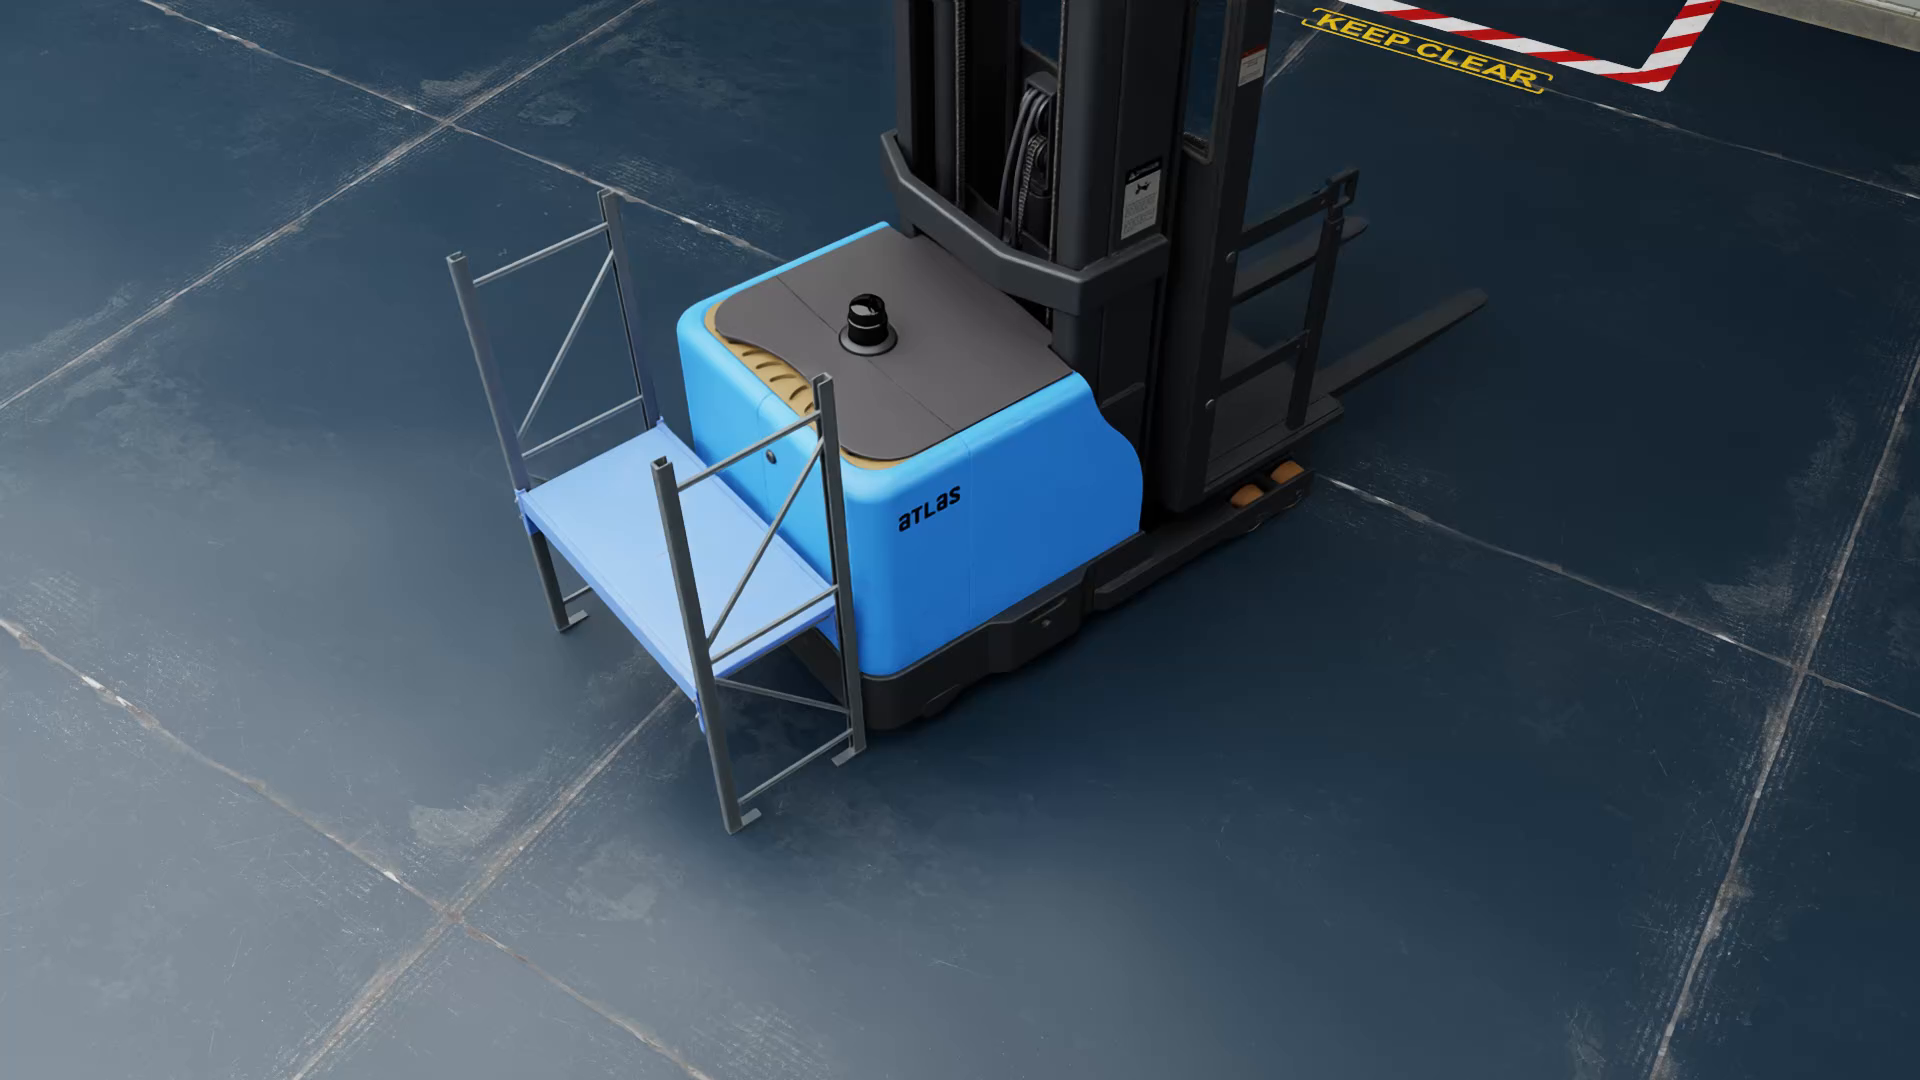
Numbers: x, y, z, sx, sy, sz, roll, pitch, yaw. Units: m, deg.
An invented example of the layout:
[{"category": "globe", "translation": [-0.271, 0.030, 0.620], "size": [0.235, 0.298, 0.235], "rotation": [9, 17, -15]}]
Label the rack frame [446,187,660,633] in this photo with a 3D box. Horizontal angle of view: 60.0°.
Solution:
[{"category": "rack frame", "translation": [-1.141, -0.336, 5.024], "size": [0.500, 1.500, 0.032], "rotation": [-31, 53, -25]}]

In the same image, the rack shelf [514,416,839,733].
[{"category": "rack shelf", "translation": [-0.818, 0.072, 4.879], "size": [0.538, 0.185, 1.000], "rotation": [-31, 53, -25]}]

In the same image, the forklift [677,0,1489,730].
[{"category": "forklift", "translation": [0.620, -1.321, 4.990], "size": [3.031, 2.935, 1.130], "rotation": [-29, 52, -25]}]

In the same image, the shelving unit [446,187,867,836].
[{"category": "shelving unit", "translation": [-0.821, -0.052, 4.748], "size": [0.538, 1.500, 1.048], "rotation": [-31, 53, -25]}]

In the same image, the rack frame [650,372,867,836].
[{"category": "rack frame", "translation": [-0.501, 0.231, 4.473], "size": [0.500, 1.500, 0.032], "rotation": [-31, 53, -25]}]
